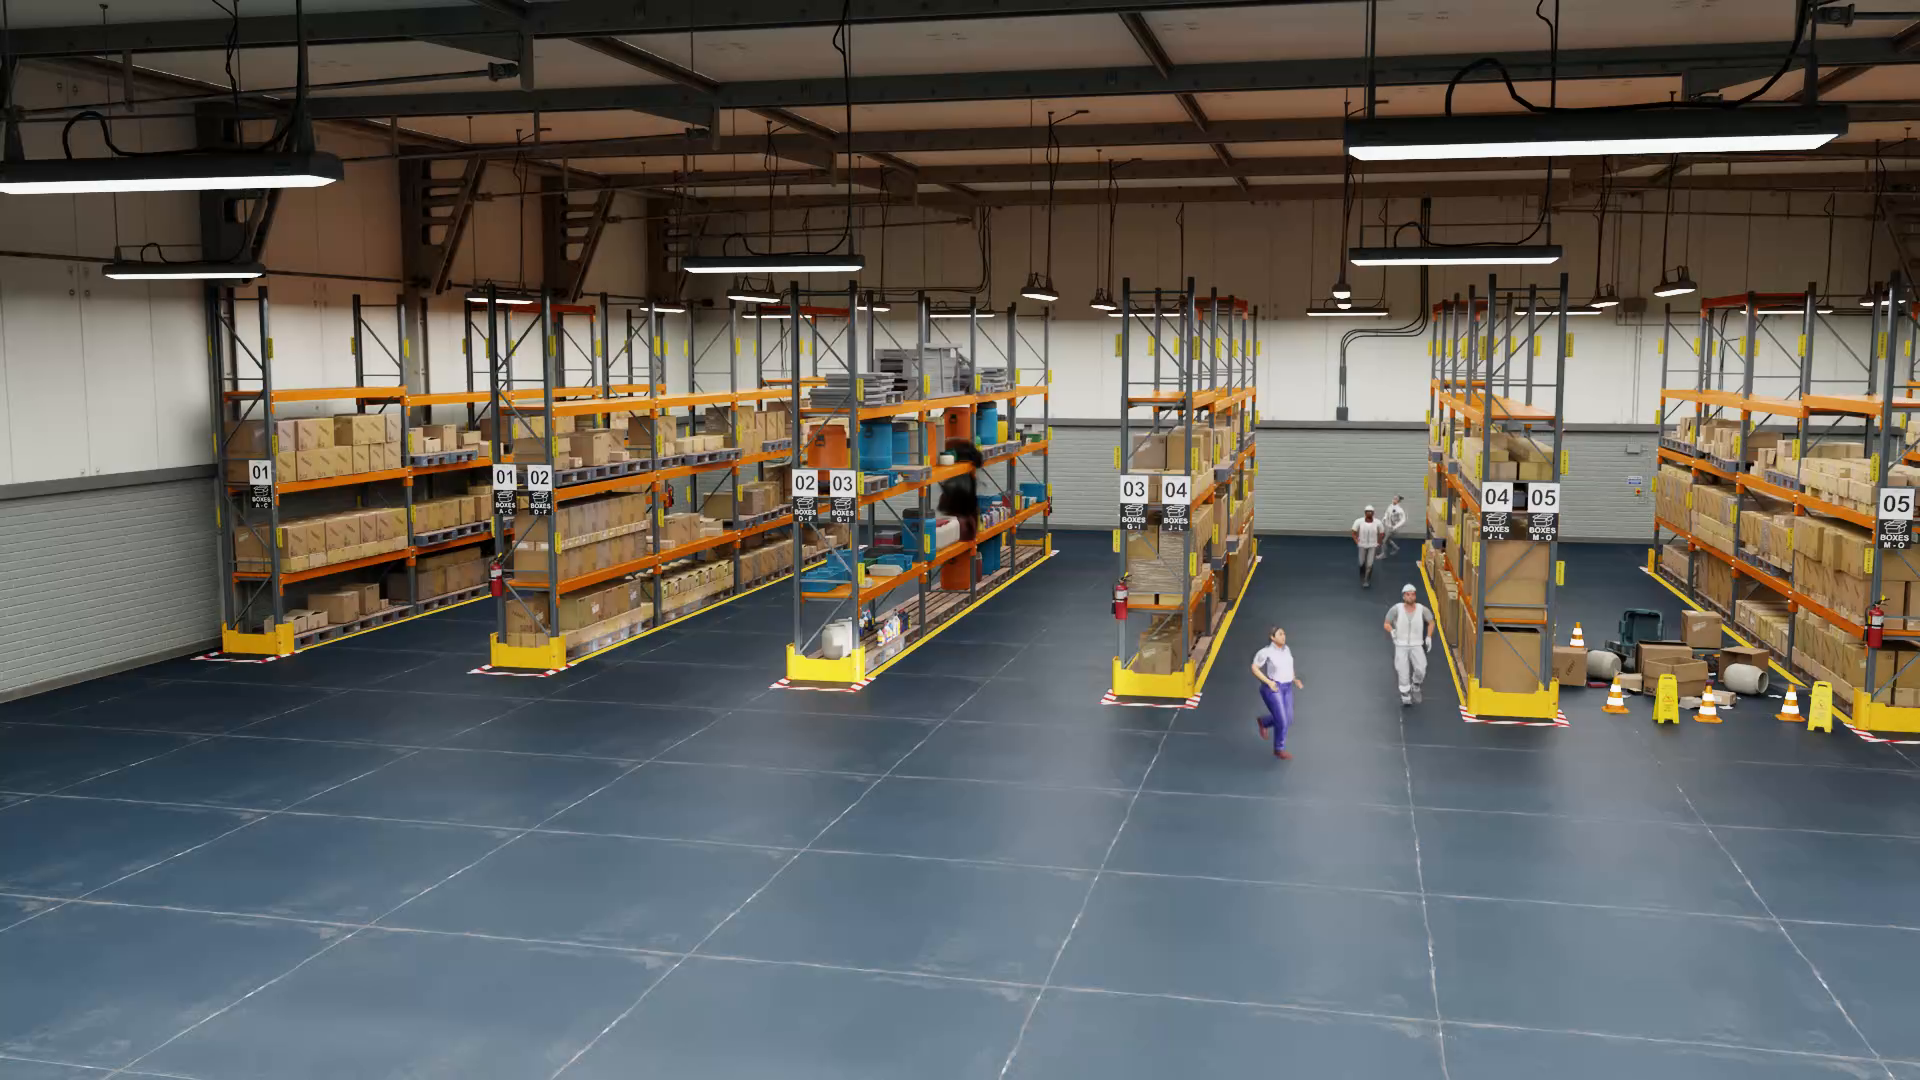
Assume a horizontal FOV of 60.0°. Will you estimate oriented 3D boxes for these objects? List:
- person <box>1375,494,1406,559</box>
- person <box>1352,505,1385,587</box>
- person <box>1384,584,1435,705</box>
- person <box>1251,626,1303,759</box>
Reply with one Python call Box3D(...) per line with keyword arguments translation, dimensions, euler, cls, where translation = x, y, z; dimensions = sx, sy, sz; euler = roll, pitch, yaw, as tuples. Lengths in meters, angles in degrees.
Box3D(translation=(10.351, -0.326, 39.534), dimensions=(0.656, 1.592, 0.789), euler=(-5, 8, -36), cls="person")
Box3D(translation=(8.584, 0.128, 35.000), dimensions=(0.681, 1.721, 0.576), euler=(1, 7, 13), cls="person")
Box3D(translation=(6.242, 1.493, 23.114), dimensions=(0.697, 1.758, 0.589), euler=(1, 7, 12), cls="person")
Box3D(translation=(3.879, 1.864, 20.563), dimensions=(0.607, 1.623, 0.682), euler=(-5, 8, -35), cls="person")
